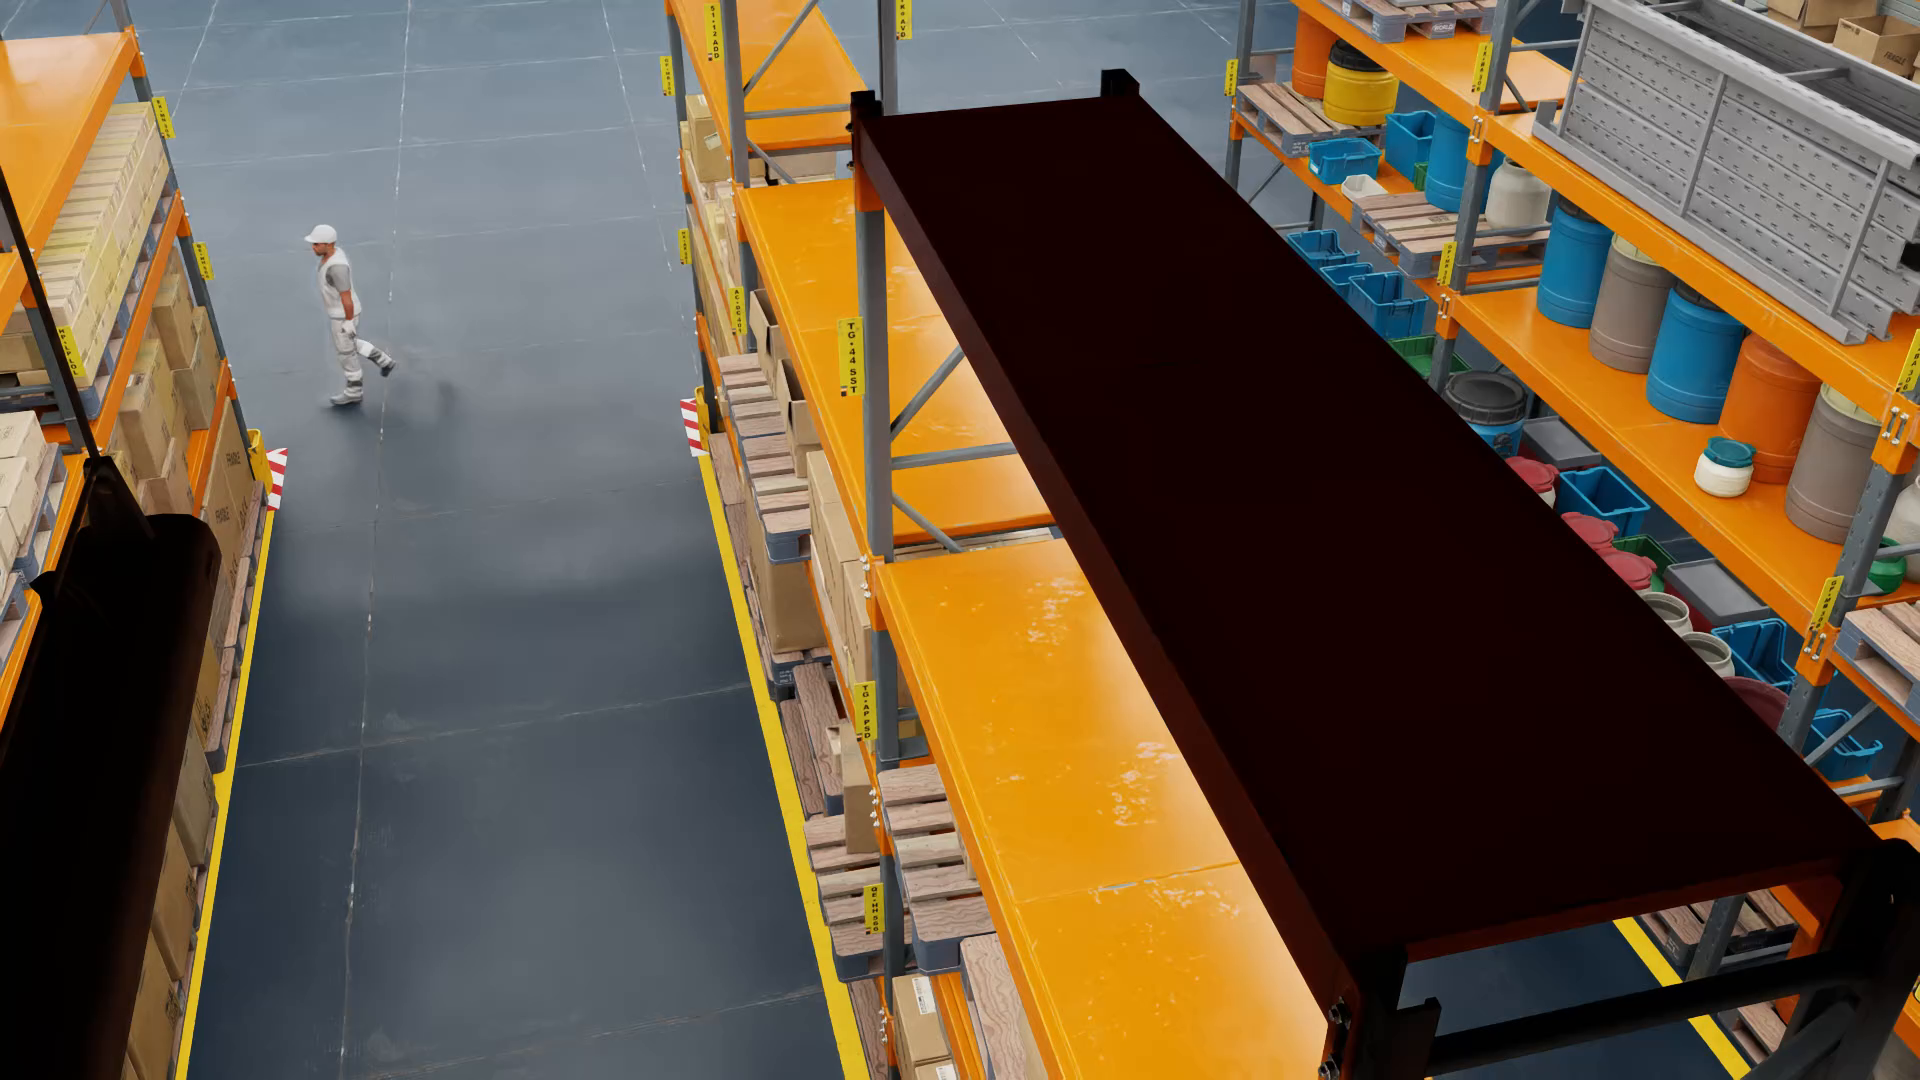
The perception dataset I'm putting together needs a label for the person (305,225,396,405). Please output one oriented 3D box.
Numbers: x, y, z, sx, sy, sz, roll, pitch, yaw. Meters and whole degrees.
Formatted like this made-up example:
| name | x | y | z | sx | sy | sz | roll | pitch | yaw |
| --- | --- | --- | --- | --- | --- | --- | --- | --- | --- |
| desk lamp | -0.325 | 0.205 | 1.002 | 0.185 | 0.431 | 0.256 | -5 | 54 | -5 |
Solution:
| name | x | y | z | sx | sy | sz | roll | pitch | yaw |
| --- | --- | --- | --- | --- | --- | --- | --- | --- | --- |
| person | -5.763 | -2.146 | 15.644 | 0.686 | 1.789 | 0.557 | -15 | 37 | -21 |
